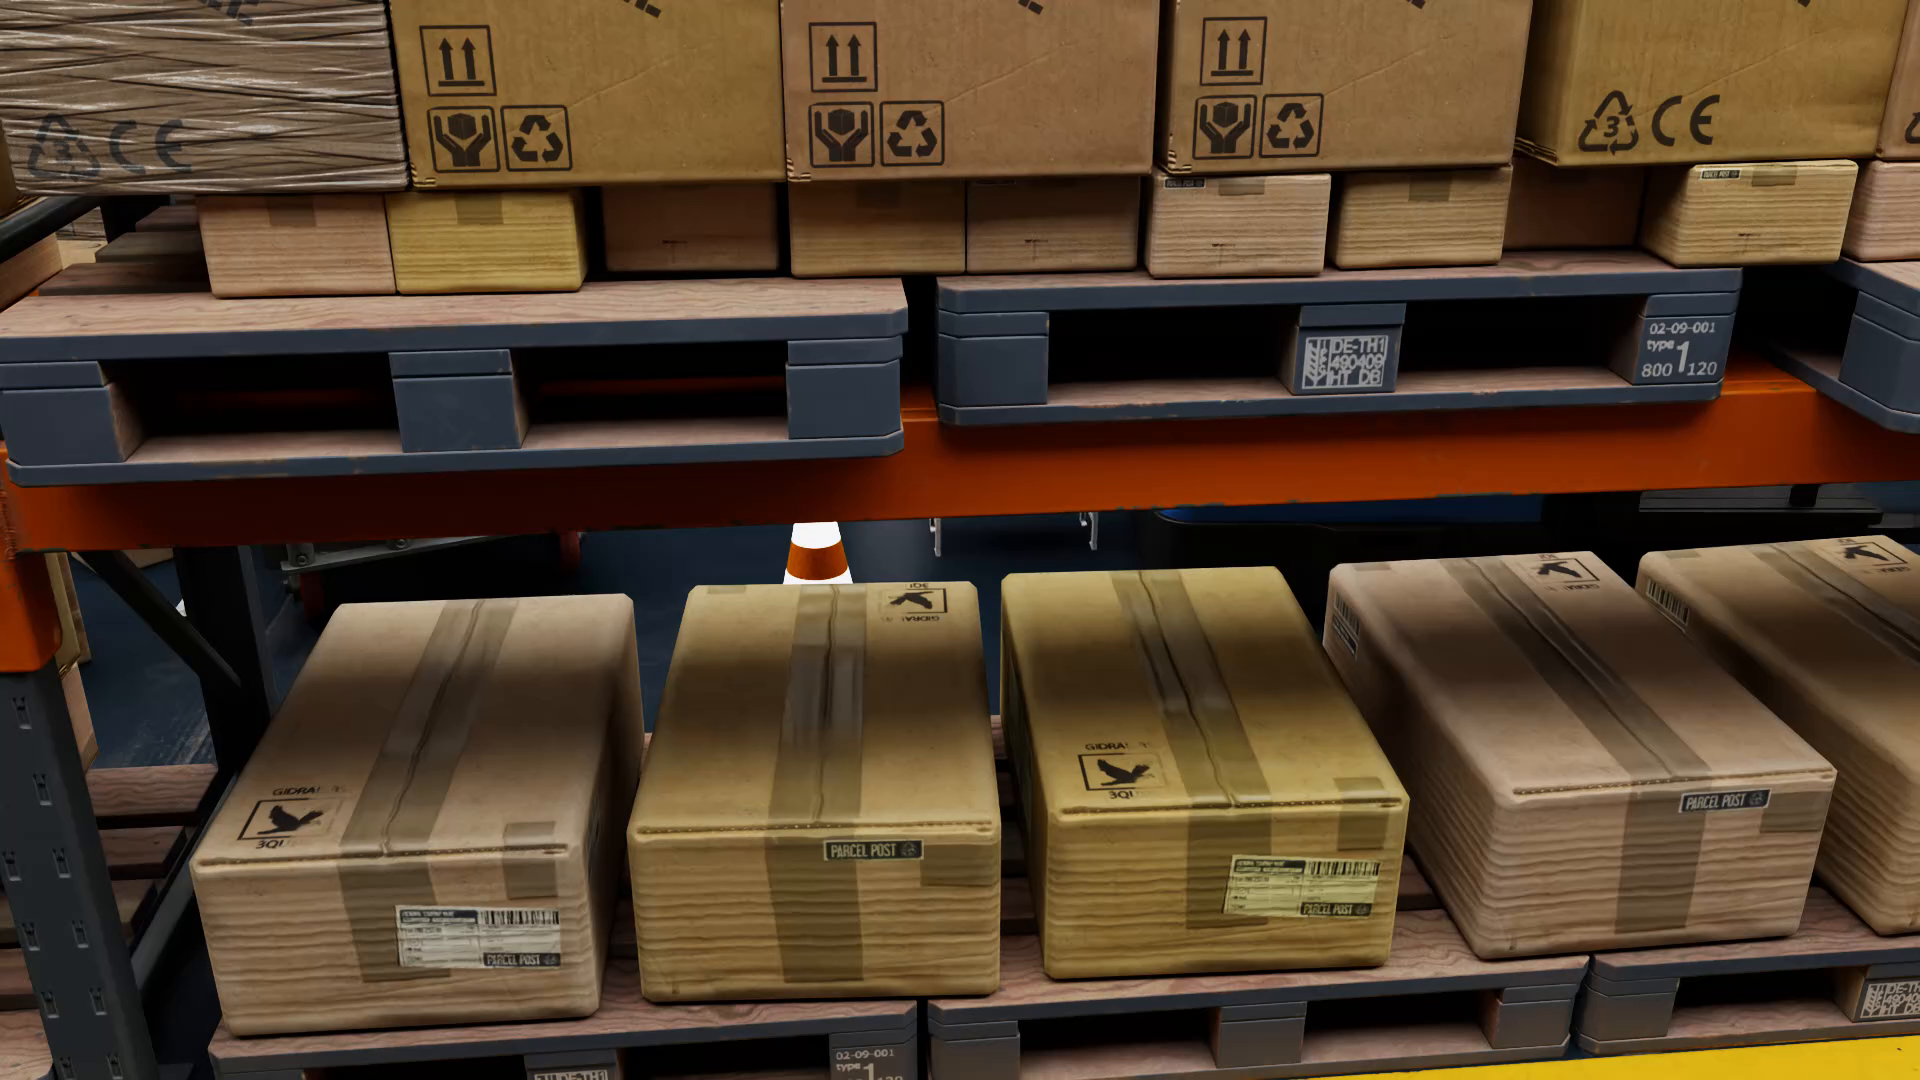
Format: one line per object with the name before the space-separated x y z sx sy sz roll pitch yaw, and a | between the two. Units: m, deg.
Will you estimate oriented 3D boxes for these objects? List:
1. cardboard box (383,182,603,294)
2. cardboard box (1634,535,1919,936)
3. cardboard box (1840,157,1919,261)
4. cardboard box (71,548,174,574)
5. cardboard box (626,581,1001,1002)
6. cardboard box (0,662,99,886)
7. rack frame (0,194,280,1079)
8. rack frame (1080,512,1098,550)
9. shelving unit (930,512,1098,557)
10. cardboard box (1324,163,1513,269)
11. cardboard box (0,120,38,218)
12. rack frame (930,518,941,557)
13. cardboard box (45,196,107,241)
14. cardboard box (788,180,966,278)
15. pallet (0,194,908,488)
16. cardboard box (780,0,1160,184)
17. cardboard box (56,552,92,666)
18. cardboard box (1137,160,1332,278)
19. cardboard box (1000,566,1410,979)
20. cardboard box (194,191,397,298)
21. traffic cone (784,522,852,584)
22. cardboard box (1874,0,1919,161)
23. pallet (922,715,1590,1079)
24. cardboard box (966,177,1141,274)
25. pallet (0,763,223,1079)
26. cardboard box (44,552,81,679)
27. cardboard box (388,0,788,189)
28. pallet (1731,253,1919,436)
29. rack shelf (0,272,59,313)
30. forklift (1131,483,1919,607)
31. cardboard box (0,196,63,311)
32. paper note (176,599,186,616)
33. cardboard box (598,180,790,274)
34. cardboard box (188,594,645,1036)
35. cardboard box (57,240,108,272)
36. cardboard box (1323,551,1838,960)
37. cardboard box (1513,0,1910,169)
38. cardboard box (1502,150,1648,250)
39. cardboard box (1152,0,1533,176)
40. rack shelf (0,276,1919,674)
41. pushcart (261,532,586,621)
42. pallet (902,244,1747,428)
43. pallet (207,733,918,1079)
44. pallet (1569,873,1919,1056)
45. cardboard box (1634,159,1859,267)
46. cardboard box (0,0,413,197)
cardboard box | -0.665 -0.485 2.440 0.250 0.149 0.380 -2 24 -4
cardboard box | 1.921 0.361 3.464 0.625 0.372 0.950 -4 24 -9
cardboard box | 1.424 -0.561 2.611 0.250 0.149 0.380 -3 24 -8
cardboard box | -2.518 -0.093 5.132 0.258 0.266 0.396 22 32 40
cardboard box | -0.259 0.450 3.263 0.625 0.372 0.950 -1 24 -2
cardboard box | -2.110 0.472 3.363 0.500 0.250 0.500 -3 24 -8
rack frame | -1.496 -0.507 2.698 0.127 3.000 1.000 -2 24 -5
rack frame | 0.408 -0.565 5.043 0.015 1.200 0.240 -2 24 -5
shelving unit | 0.165 -0.555 5.021 0.503 1.200 0.258 -2 24 -5
cardboard box | 0.647 -0.542 2.568 0.250 0.149 0.380 -3 24 -7
cardboard box | -1.961 -0.784 2.831 0.500 0.500 0.500 -2 24 -5
rack frame | -0.078 -0.545 4.999 0.015 1.200 0.240 -2 24 -5
cardboard box | -3.612 -1.690 7.459 0.875 0.875 0.875 -2 24 -5
cardboard box | -0.131 -0.521 2.520 0.250 0.149 0.380 -2 24 -4
pallet | -0.721 -0.391 2.673 1.213 0.211 1.003 -2 24 -5
cardboard box | -0.009 -0.818 2.391 0.500 0.500 0.500 -2 24 -5
cardboard box | -2.696 0.127 4.346 0.500 0.500 0.500 16 28 31
cardboard box | 0.385 -0.519 2.518 0.250 0.149 0.380 -1 24 -3
cardboard box | 0.433 0.421 3.327 0.625 0.372 0.950 -2 24 -3
cardboard box | -0.915 -0.479 2.426 0.250 0.149 0.380 -2 24 -4
traffic cone | -0.400 0.037 4.598 0.334 0.463 0.336 -2 24 -5
cardboard box | 1.546 -0.885 2.541 0.500 0.500 0.500 -3 24 -6
pallet | 0.496 0.685 3.448 1.213 0.211 1.003 -2 24 -5
cardboard box | 0.115 -0.530 2.541 0.250 0.149 0.380 -2 24 -5
pallet | -2.161 0.808 3.172 1.213 0.211 1.003 -2 24 -5
cardboard box | -2.110 0.129 3.211 0.500 0.500 0.500 -1 24 -3
cardboard box | -0.503 -0.804 2.359 0.500 0.500 0.500 -2 24 -5
pallet | 1.786 -0.508 2.935 1.003 0.211 1.213 -2 24 -5
rack shelf | -3.486 -0.099 2.664 4.000 0.370 1.077 -2 24 -5
forklift | 2.057 -1.309 4.586 3.031 2.935 1.130 0 24 0
cardboard box | -1.841 -0.509 3.012 0.250 0.149 0.380 -2 24 -5
paper note | -2.191 0.181 4.805 0.142 0.019 0.148 -2 24 -5
cardboard box | -0.391 -0.527 2.535 0.250 0.149 0.380 -1 24 -2
cardboard box | -0.974 0.480 3.196 0.625 0.372 0.950 -2 24 -4
cardboard box | -3.527 -0.886 6.625 0.500 0.500 0.500 2 24 4
cardboard box | 1.188 0.393 3.390 0.625 0.372 0.950 -3 24 -6
cardboard box | 1.044 -0.864 2.495 0.500 0.500 0.500 -4 24 -9
cardboard box | 0.889 -0.585 2.665 0.250 0.149 0.380 -2 24 -5
cardboard box | 0.501 -0.843 2.446 0.500 0.500 0.500 -3 24 -7
rack shelf | 0.494 -0.258 3.023 4.000 0.370 1.077 -2 24 -5
pushcart | -1.770 -0.228 5.299 0.936 0.377 1.648 -11 26 -23
pallet | 0.519 -0.484 2.881 1.213 0.211 1.003 -2 24 -5
pallet | -0.721 0.735 3.335 1.213 0.211 1.003 -2 24 -5
pallet | 1.707 0.638 3.555 1.213 0.211 1.003 -2 24 -5
cardboard box | 1.152 -0.544 2.573 0.250 0.149 0.380 -2 24 -4
cardboard box | -1.001 -0.783 2.313 0.500 0.500 0.500 -2 24 -4
